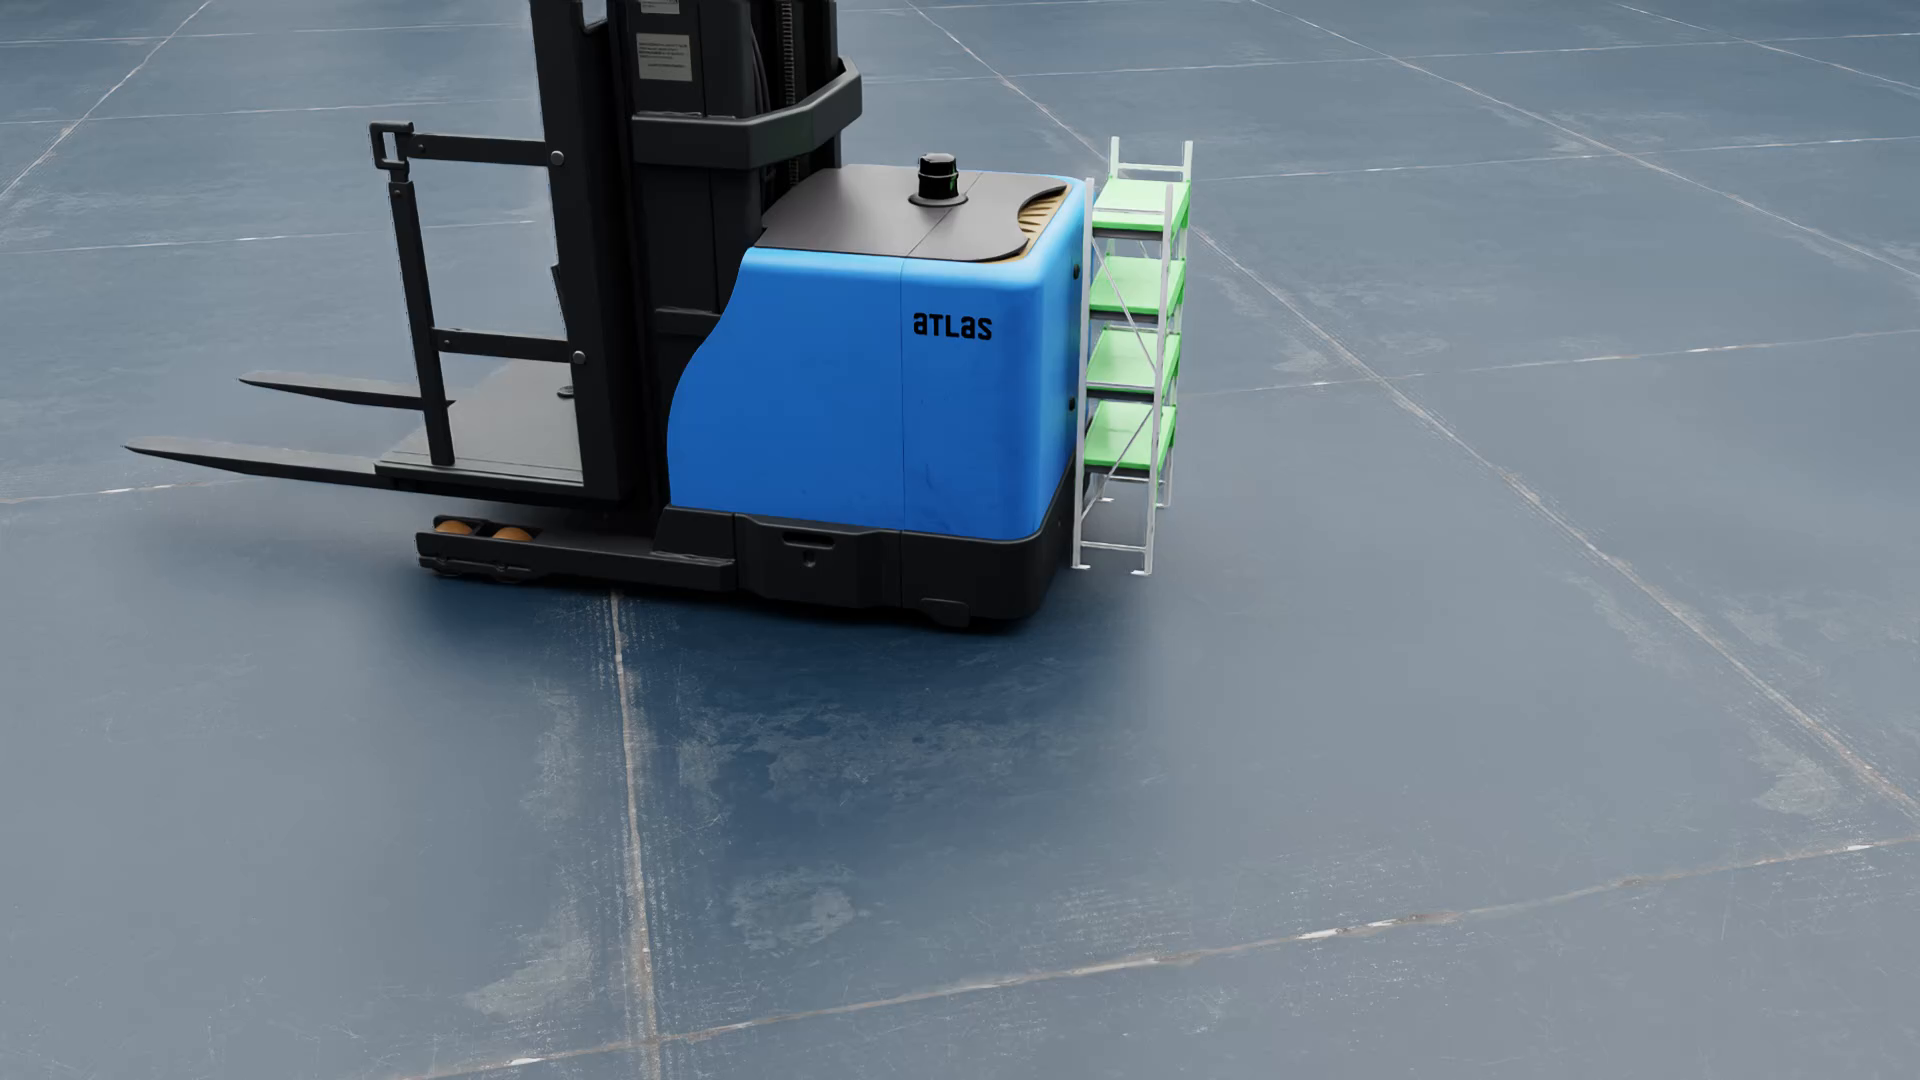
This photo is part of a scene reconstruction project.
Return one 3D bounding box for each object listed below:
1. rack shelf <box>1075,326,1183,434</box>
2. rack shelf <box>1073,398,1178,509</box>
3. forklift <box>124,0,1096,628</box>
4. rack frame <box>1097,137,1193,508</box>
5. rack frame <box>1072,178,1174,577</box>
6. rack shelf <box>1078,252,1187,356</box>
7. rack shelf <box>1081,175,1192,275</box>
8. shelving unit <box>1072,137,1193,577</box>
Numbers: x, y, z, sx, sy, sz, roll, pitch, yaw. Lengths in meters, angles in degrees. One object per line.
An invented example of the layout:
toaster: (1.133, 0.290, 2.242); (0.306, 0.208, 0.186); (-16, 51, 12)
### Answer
rack shelf: (0.516, -0.490, 5.032); (0.258, 0.148, 0.480); (6, 27, 12)
rack shelf: (0.516, -0.276, 5.140); (0.258, 0.148, 0.480); (6, 27, 12)
forklift: (-1.147, -1.400, 4.771); (3.031, 2.935, 1.130); (6, 27, 12)
rack frame: (0.571, -0.655, 5.215); (0.240, 1.200, 0.015); (6, 27, 12)
rack frame: (0.461, -0.440, 4.791); (0.240, 1.200, 0.015); (6, 27, 12)
rack shelf: (0.516, -0.705, 4.924); (0.258, 0.148, 0.480); (6, 27, 12)
rack shelf: (0.516, -0.919, 4.816); (0.258, 0.148, 0.480); (6, 27, 12)
shelving unit: (0.516, -0.547, 5.003); (0.258, 1.200, 0.503); (6, 27, 12)
